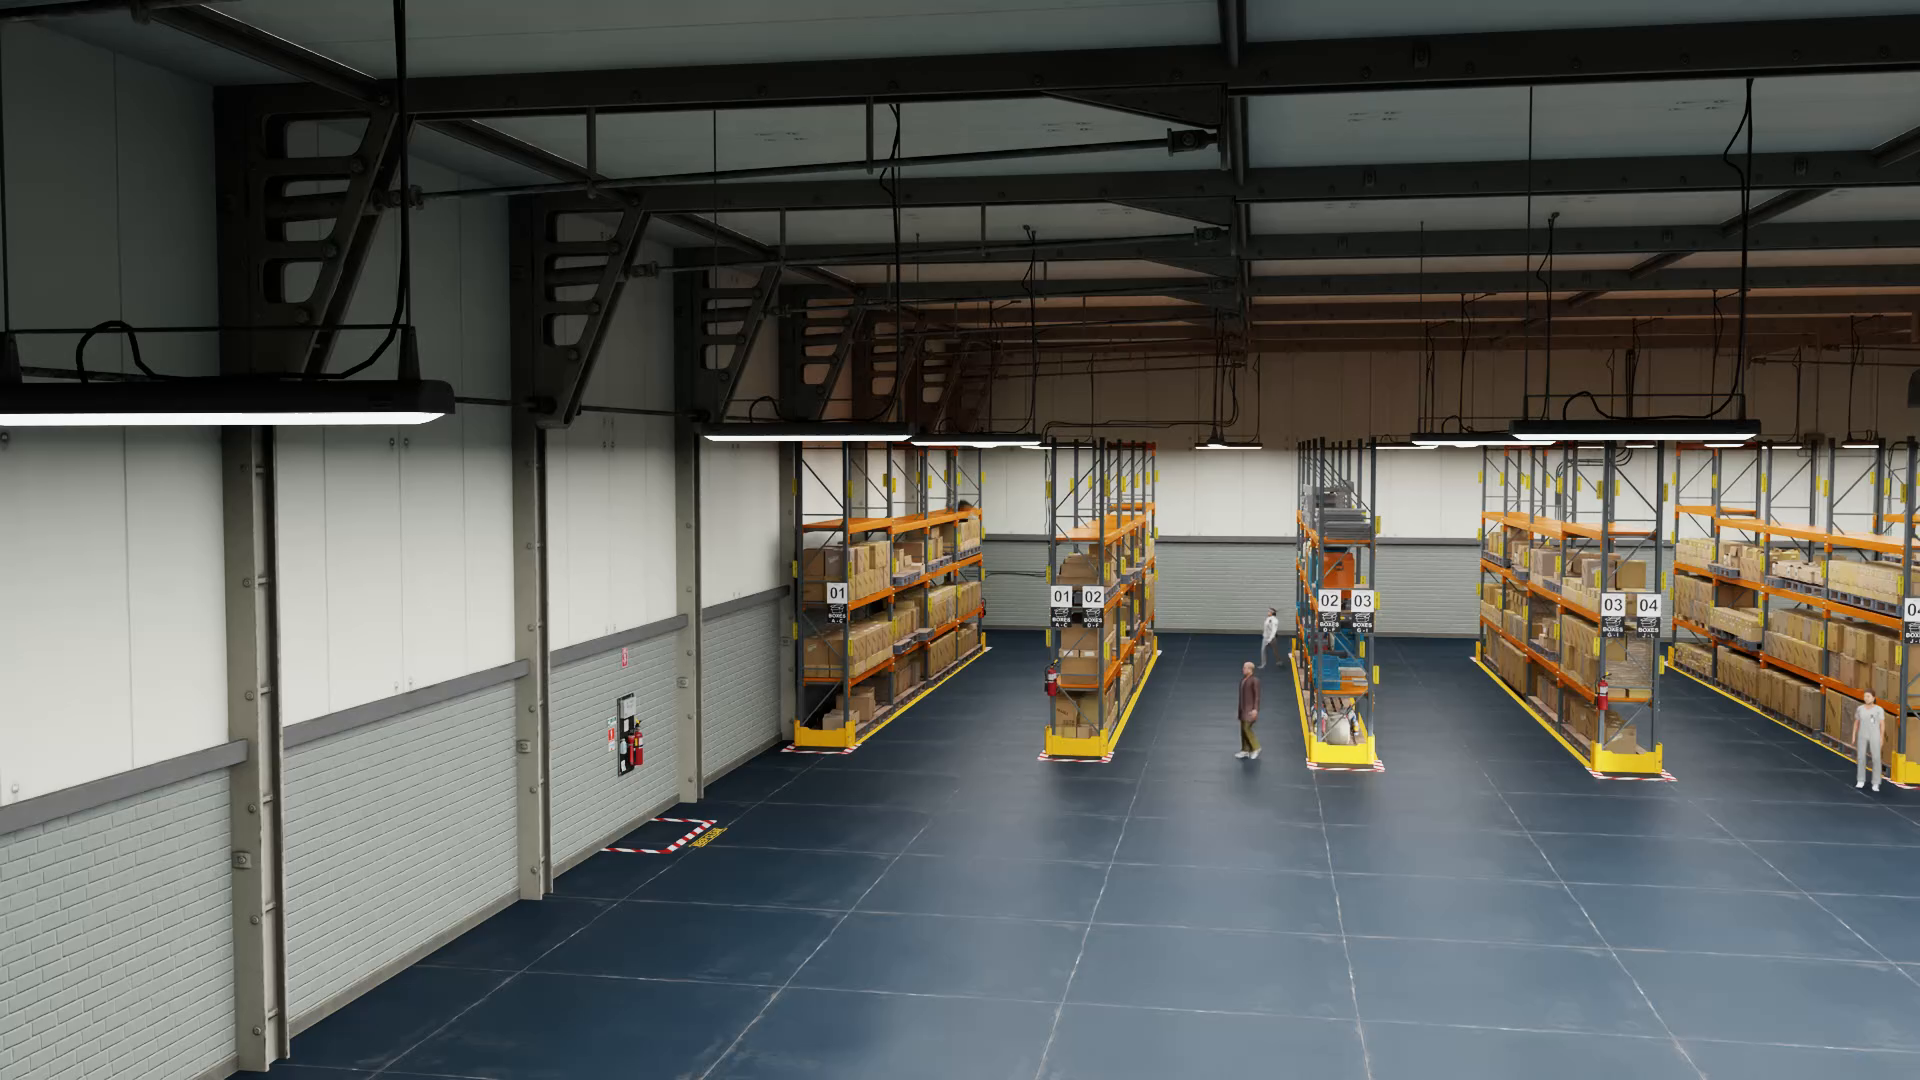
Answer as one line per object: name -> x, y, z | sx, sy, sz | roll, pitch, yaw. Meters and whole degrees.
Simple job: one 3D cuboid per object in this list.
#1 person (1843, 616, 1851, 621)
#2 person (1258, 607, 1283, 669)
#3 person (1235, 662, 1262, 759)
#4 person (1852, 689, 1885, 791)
person -> 21.792, 2.730, 40.948 | 0.517, 1.683, 0.670 | -1, 3, -11
person -> 8.210, 2.574, 43.907 | 0.424, 1.639, 0.954 | 2, 4, 34
person -> 5.387, 3.176, 31.103 | 0.481, 1.782, 0.635 | -1, 3, -18
person -> 15.457, 3.387, 28.313 | 0.406, 1.688, 0.474 | -3, 4, -44
